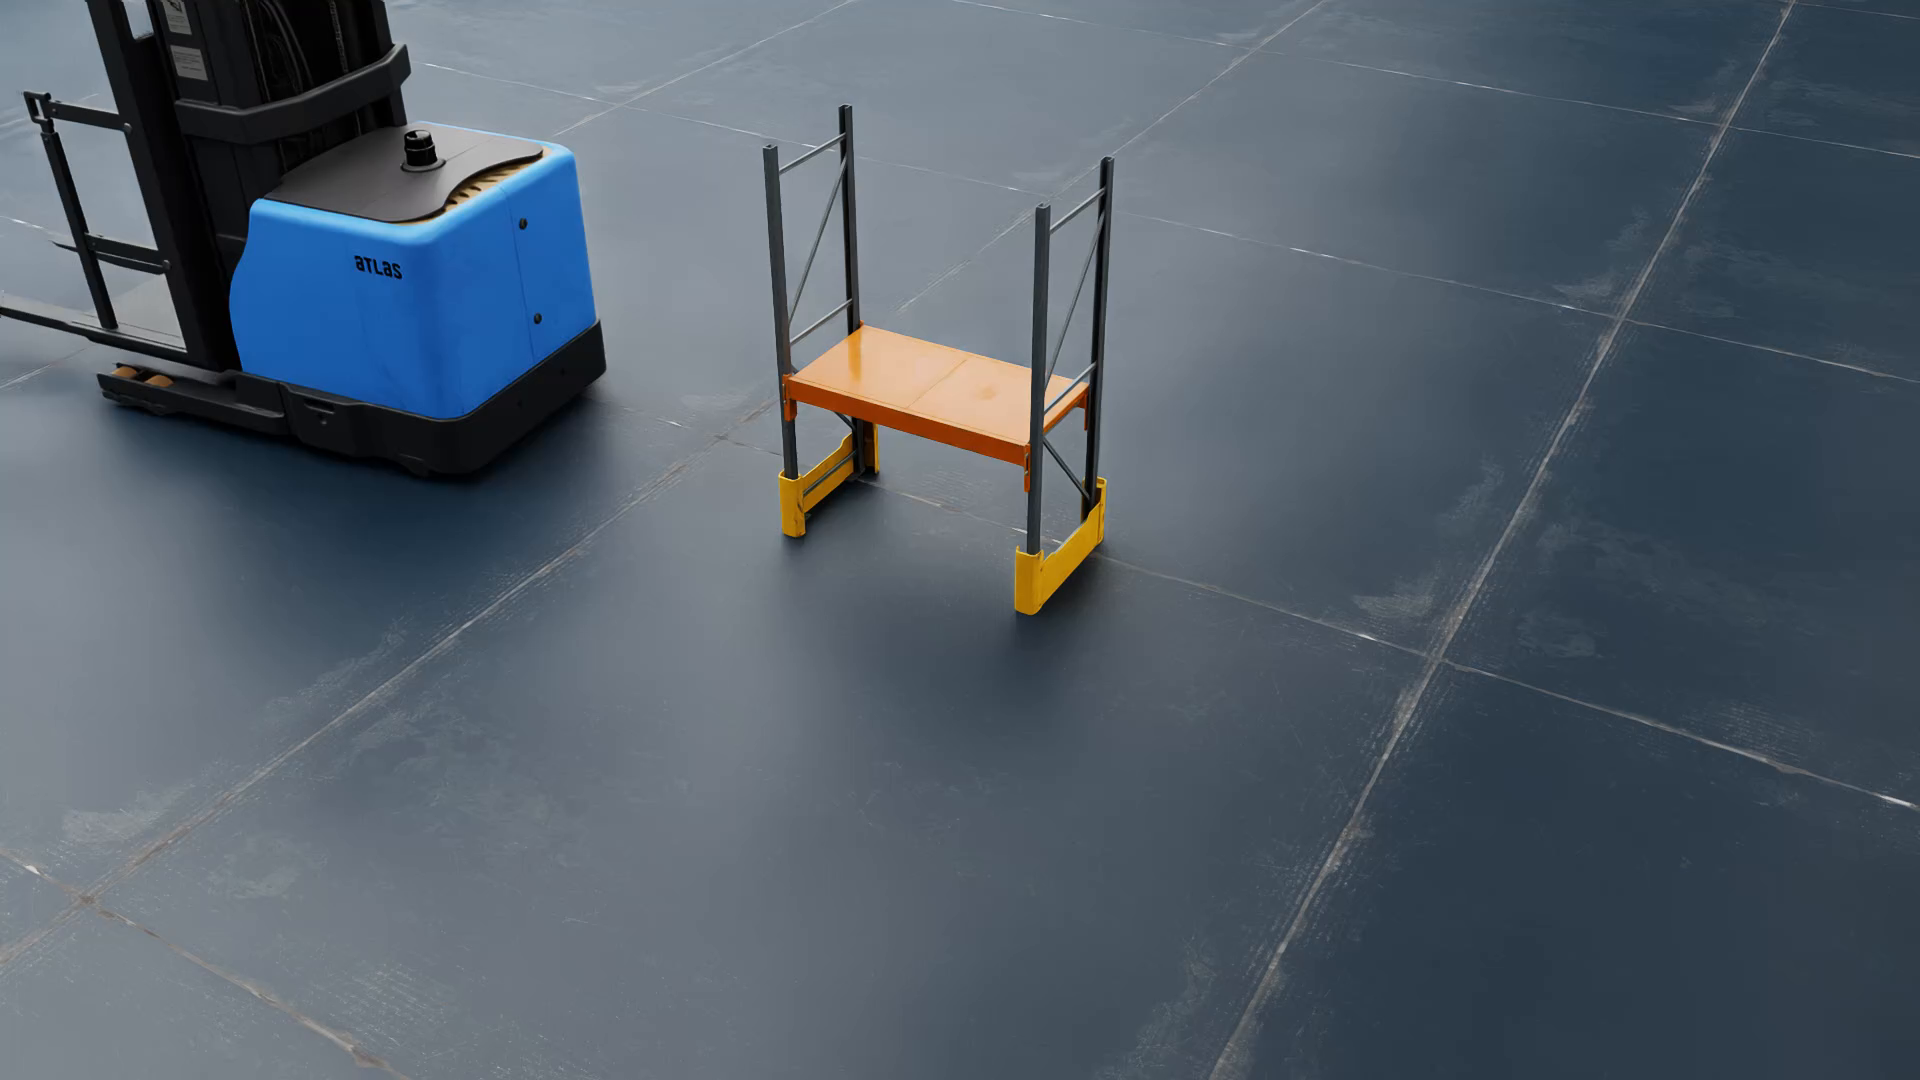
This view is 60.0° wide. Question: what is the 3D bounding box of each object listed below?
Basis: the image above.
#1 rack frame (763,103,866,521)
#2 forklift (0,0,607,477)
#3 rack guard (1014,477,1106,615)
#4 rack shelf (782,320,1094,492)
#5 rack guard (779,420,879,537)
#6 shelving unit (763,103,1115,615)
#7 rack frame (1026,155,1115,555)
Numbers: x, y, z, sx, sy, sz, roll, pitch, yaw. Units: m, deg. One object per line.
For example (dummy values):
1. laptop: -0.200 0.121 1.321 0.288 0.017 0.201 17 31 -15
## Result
1. rack frame: -0.515 -0.788 6.079 0.032 1.500 0.500 18 37 24
2. forklift: -3.102 -1.999 6.608 3.031 2.935 1.130 14 36 19
3. rack guard: 0.366 0.012 6.007 0.087 0.250 0.587 18 37 24
4. rack shelf: -0.074 -0.498 5.969 1.000 0.185 0.538 18 37 24
5. rack guard: -0.499 -0.262 6.418 0.087 0.250 0.587 18 37 24
6. shelving unit: -0.066 -0.645 5.866 1.083 1.500 0.587 18 37 24
7. rack frame: 0.367 -0.508 5.660 0.032 1.500 0.500 18 37 24
